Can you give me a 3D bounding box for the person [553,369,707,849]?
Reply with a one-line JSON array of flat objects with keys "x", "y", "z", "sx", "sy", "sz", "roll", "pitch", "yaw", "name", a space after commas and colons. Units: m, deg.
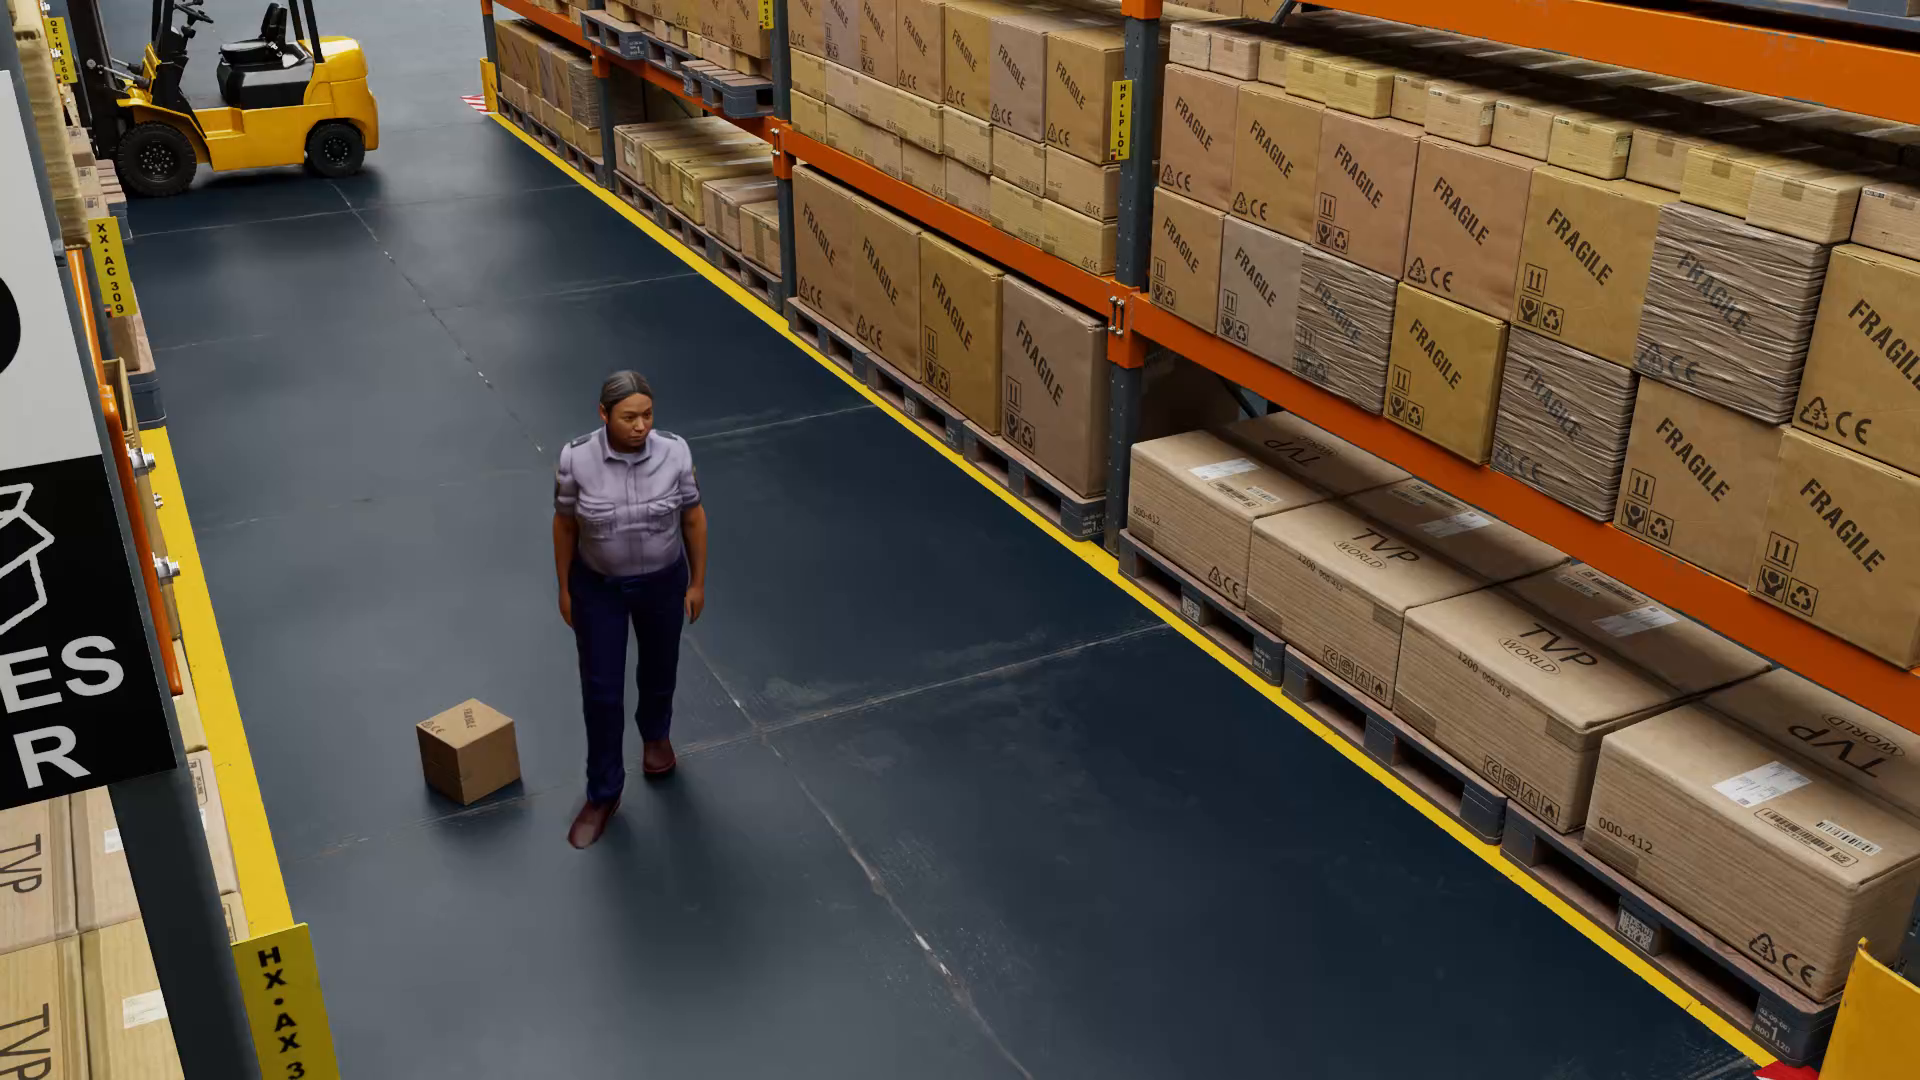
[{"x": -1.173, "y": 0.189, "z": 5.770, "sx": 0.606, "sy": 1.688, "sz": 0.598, "roll": -9, "pitch": 27, "yaw": -18, "name": "person"}]
